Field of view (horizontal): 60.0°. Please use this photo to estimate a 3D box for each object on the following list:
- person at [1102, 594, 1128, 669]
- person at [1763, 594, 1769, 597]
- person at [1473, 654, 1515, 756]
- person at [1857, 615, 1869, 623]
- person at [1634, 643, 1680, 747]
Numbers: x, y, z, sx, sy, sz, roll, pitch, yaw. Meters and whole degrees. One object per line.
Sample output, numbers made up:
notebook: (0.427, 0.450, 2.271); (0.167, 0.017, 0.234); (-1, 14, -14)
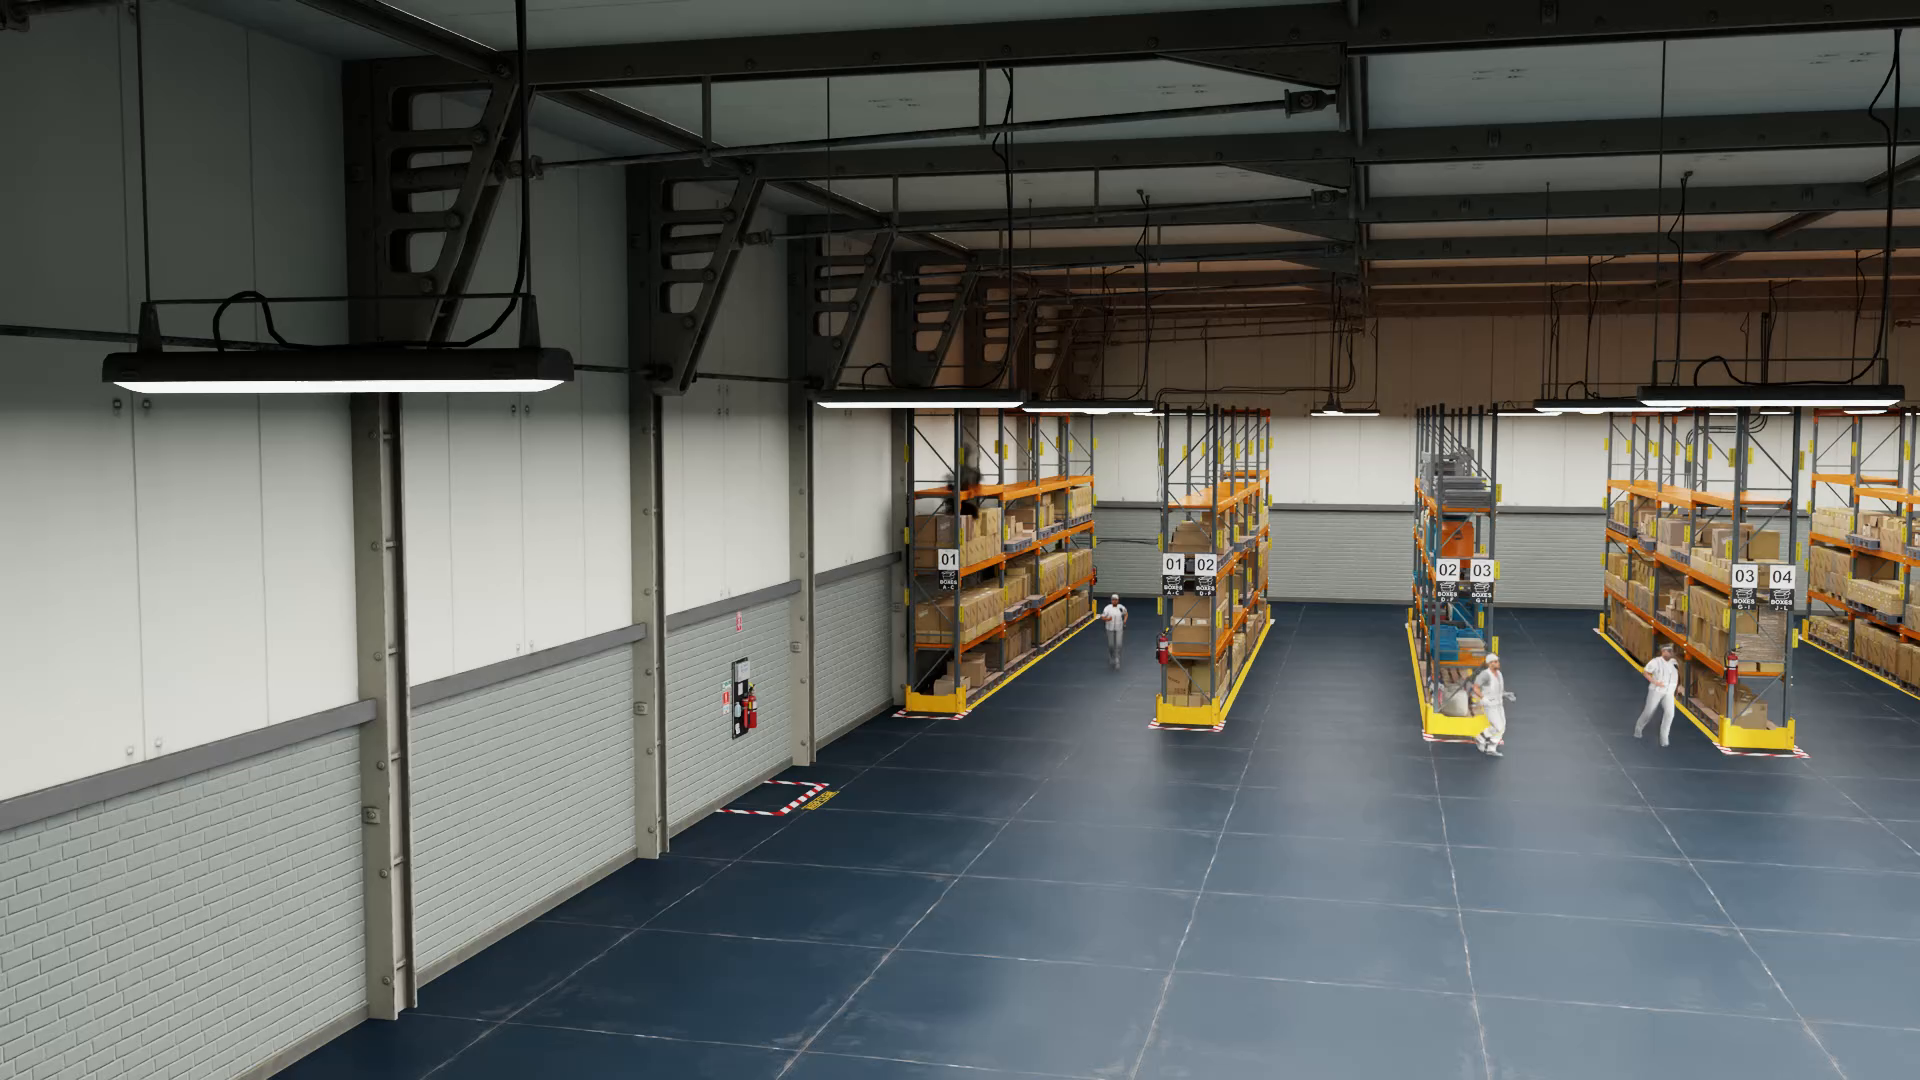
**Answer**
person: (3.553, 2.083, 38.206); (0.602, 1.654, 0.913); (0, 4, 5)
person: (21.524, 1.741, 44.470); (0.567, 1.510, 0.652); (0, 4, -3)
person: (9.039, 2.800, 28.206); (0.680, 1.746, 0.594); (-3, 5, -39)
person: (23.781, 1.745, 43.769); (0.640, 1.611, 0.552); (-1, 4, -20)
person: (12.429, 2.714, 29.427); (0.739, 1.803, 0.854); (0, 4, -3)
